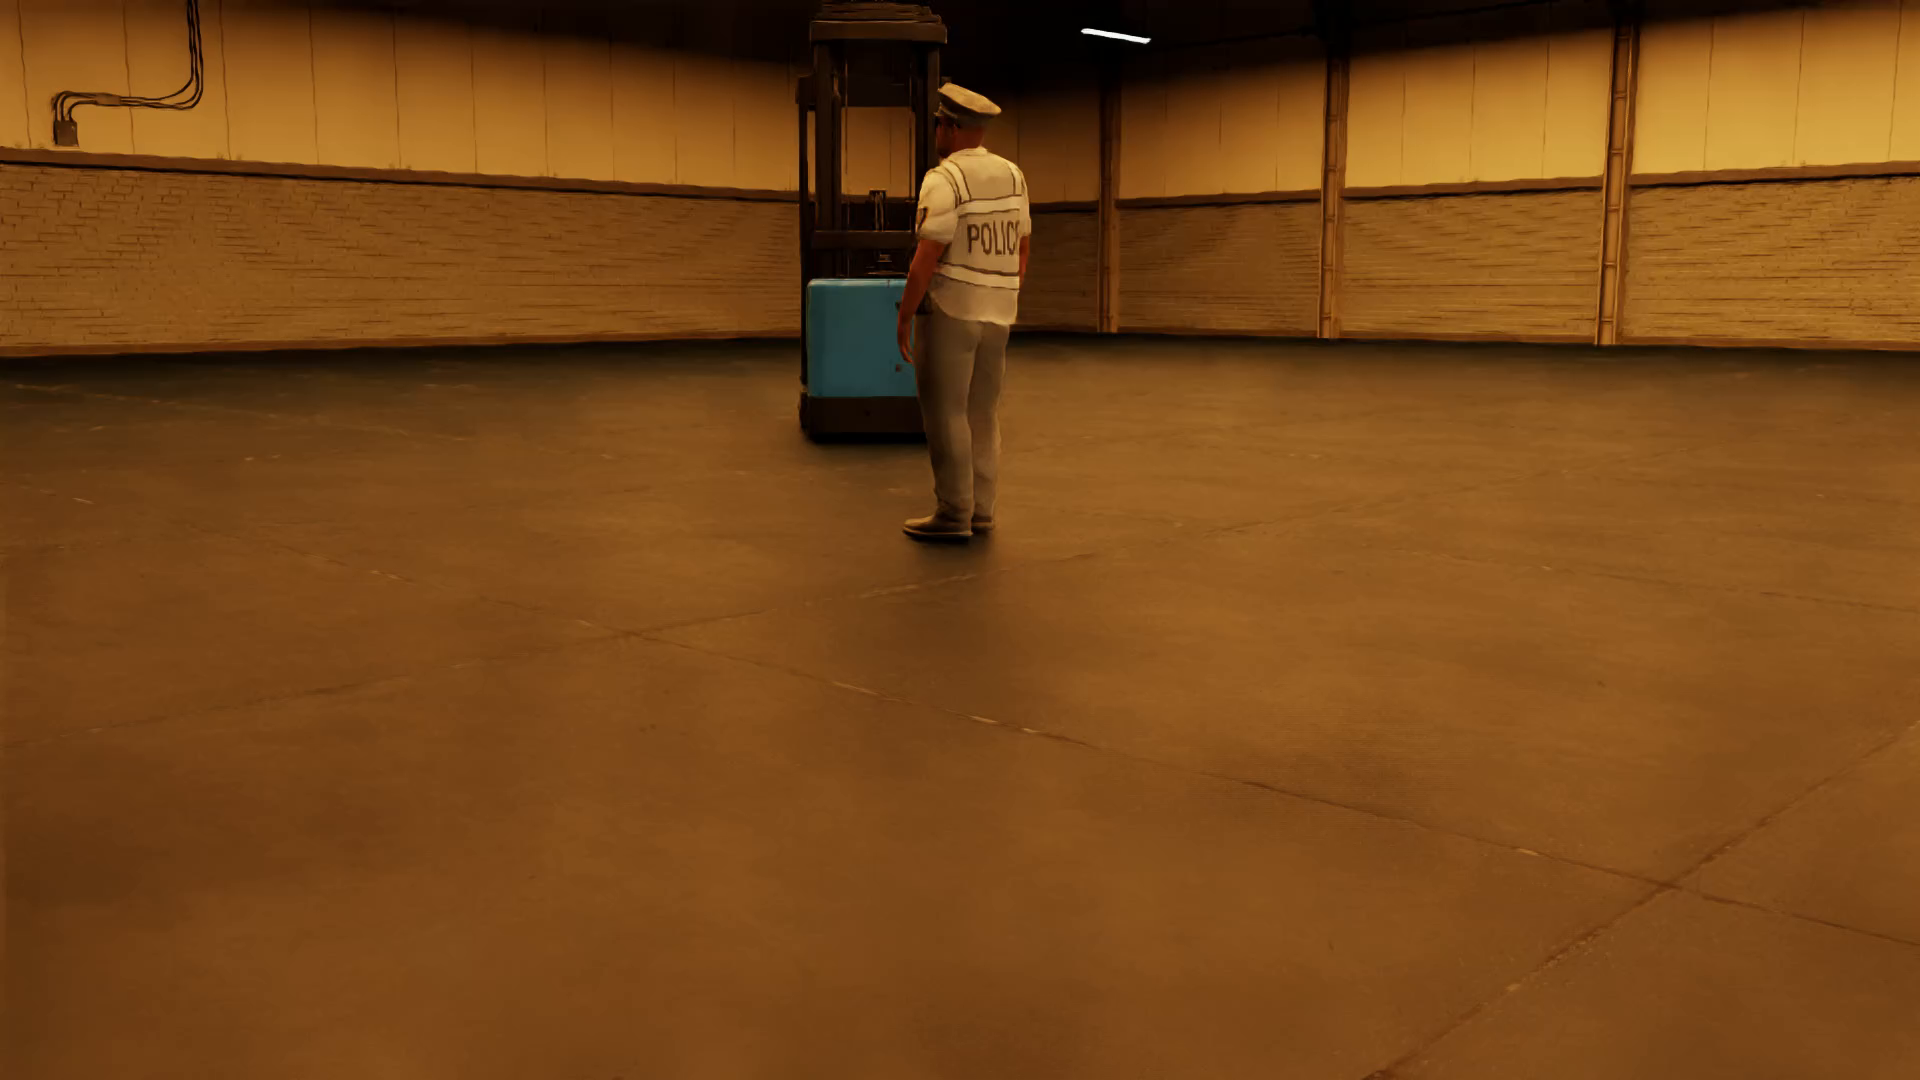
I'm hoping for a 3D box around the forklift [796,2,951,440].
[{"bbox_3d":[-0.634,-2.305,12.181,1.130,2.935,3.031,-1,9,-7],"label":"forklift"}]

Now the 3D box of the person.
[{"bbox_3d":[-0.048,-0.898,6.646,0.574,1.781,0.640,8,12,43],"label":"person"}]
